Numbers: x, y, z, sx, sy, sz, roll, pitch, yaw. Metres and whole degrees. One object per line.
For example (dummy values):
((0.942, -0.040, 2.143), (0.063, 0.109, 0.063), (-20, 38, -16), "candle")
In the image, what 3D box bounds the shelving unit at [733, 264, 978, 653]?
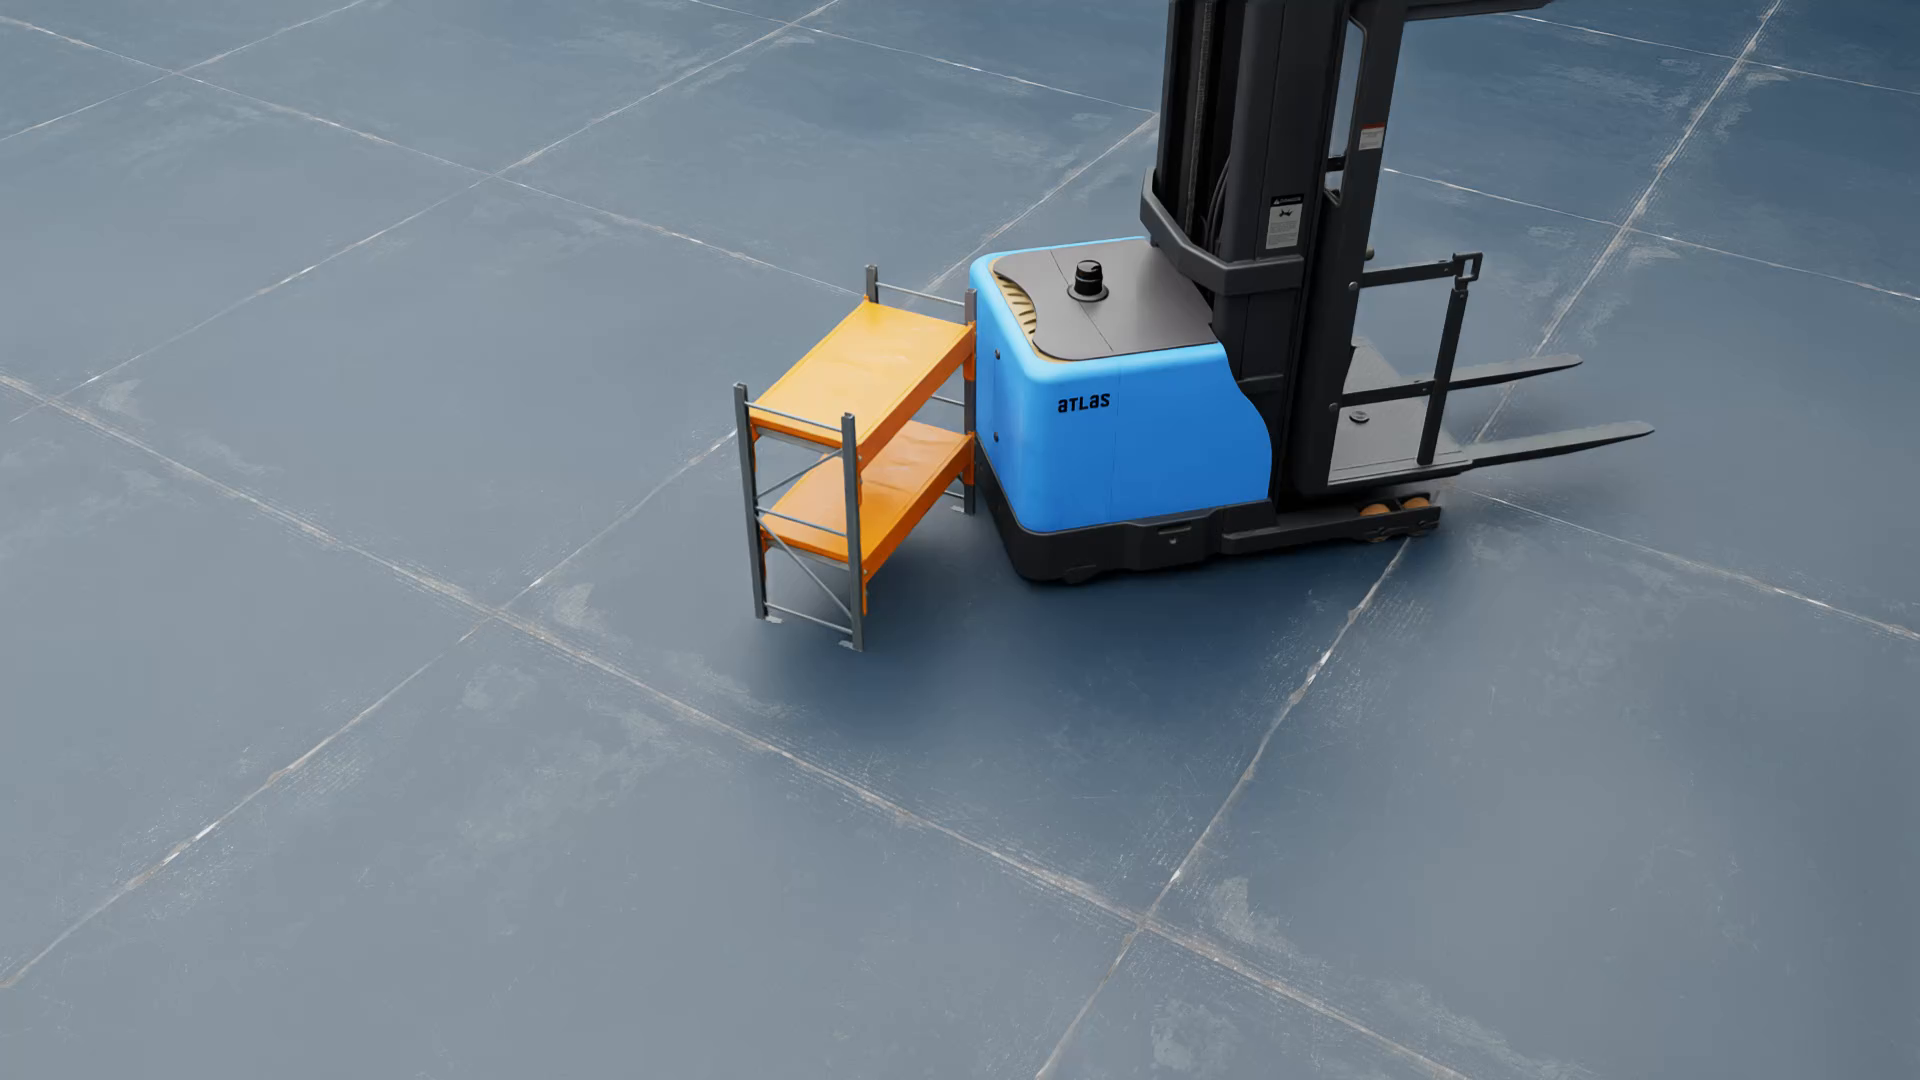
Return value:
((-0.385, -0.346, 6.777), (0.538, 1.125, 1.048), (17, 41, 20), "shelving unit")

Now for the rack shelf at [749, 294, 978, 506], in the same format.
((-0.385, -0.578, 6.599), (0.538, 0.278, 1.000), (17, 41, 20), "rack shelf")

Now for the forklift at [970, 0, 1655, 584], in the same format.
((1.602, -1.456, 6.738), (3.031, 2.935, 1.130), (-9, 38, -11), "forklift")

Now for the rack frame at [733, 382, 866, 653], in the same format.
((-0.609, -0.067, 6.416), (0.500, 1.125, 0.032), (17, 41, 20), "rack frame")

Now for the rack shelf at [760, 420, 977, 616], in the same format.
((-0.385, -0.152, 6.926), (0.538, 0.278, 1.000), (17, 41, 20), "rack shelf")

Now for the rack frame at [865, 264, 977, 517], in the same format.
((-0.162, -0.624, 7.139), (0.500, 1.125, 0.032), (17, 41, 20), "rack frame")
